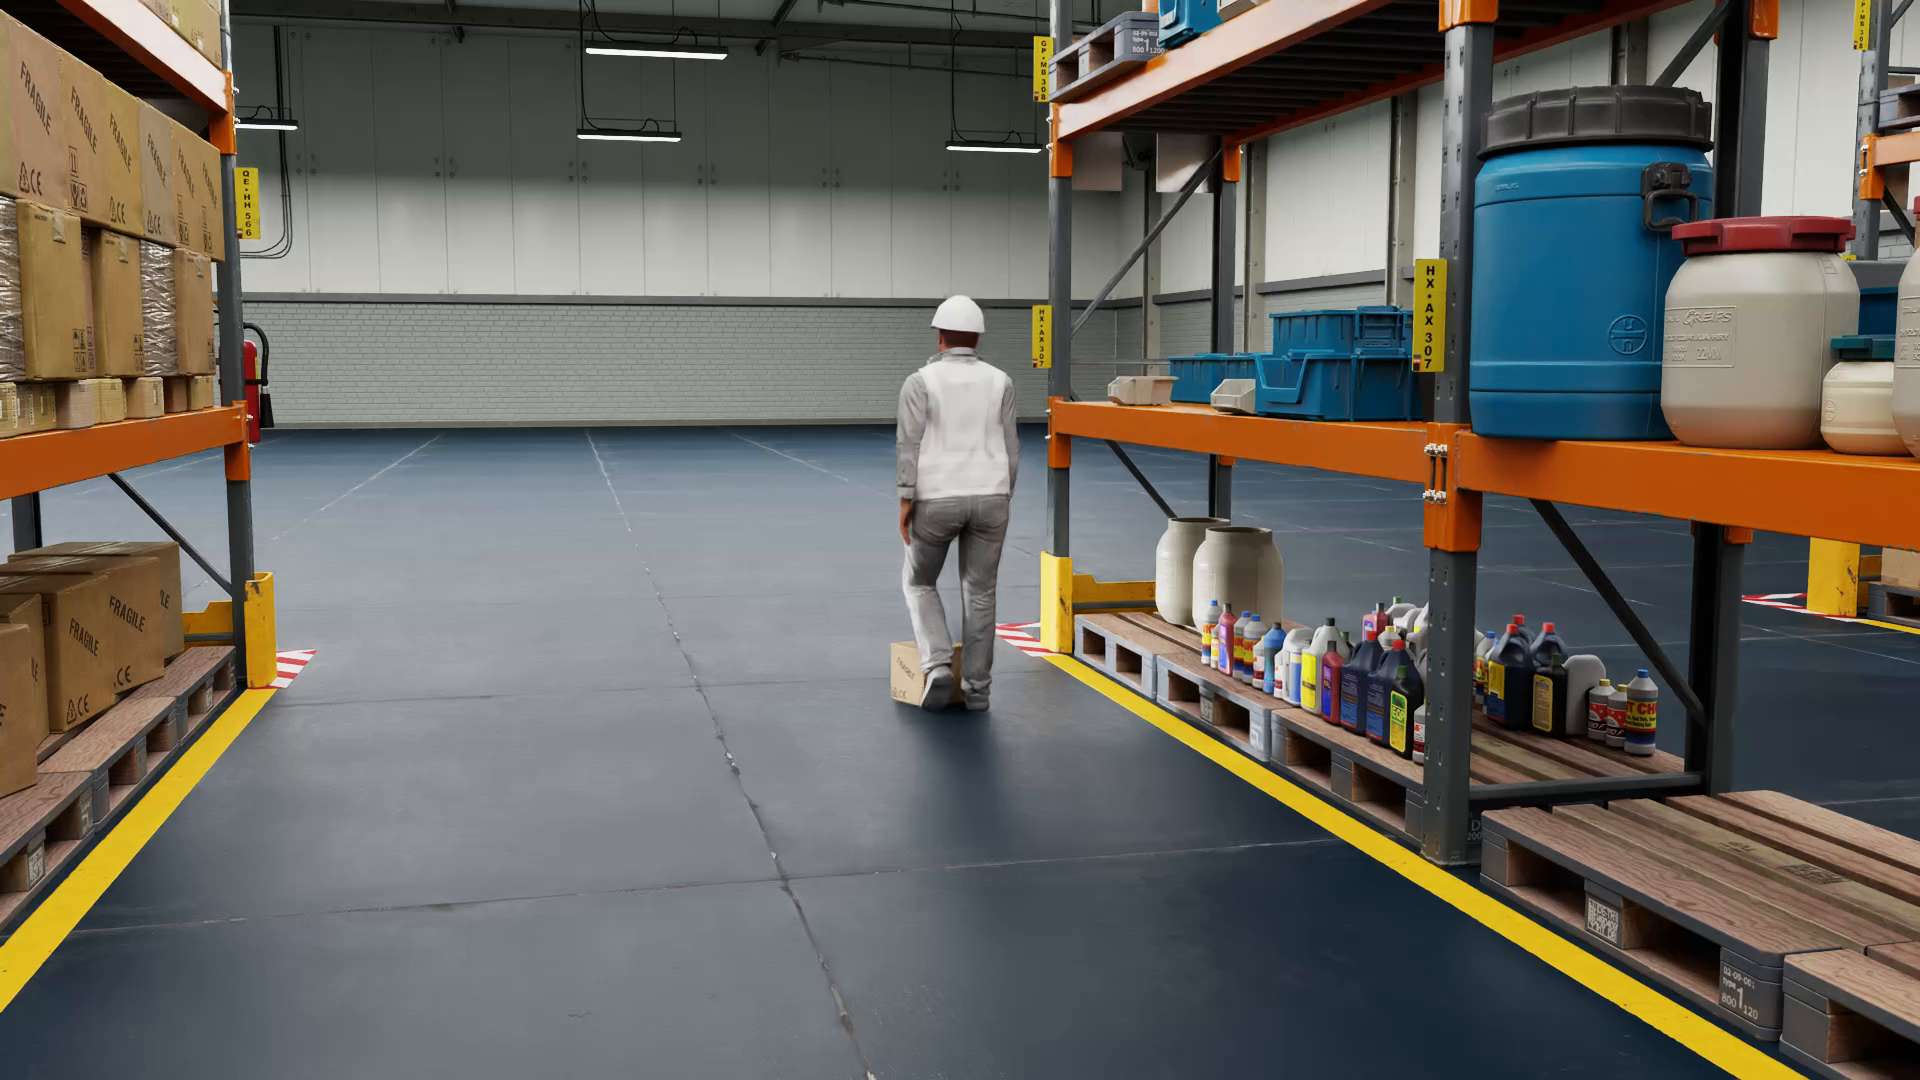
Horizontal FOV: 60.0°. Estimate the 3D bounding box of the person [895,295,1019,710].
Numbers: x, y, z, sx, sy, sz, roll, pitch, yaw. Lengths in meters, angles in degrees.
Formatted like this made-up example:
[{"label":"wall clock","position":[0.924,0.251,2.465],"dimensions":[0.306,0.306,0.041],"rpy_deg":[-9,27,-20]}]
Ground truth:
[{"label":"person","position":[-0.014,-0.143,7.167],"dimensions":[0.557,1.811,0.460],"rpy_deg":[-1,6,-12]}]
